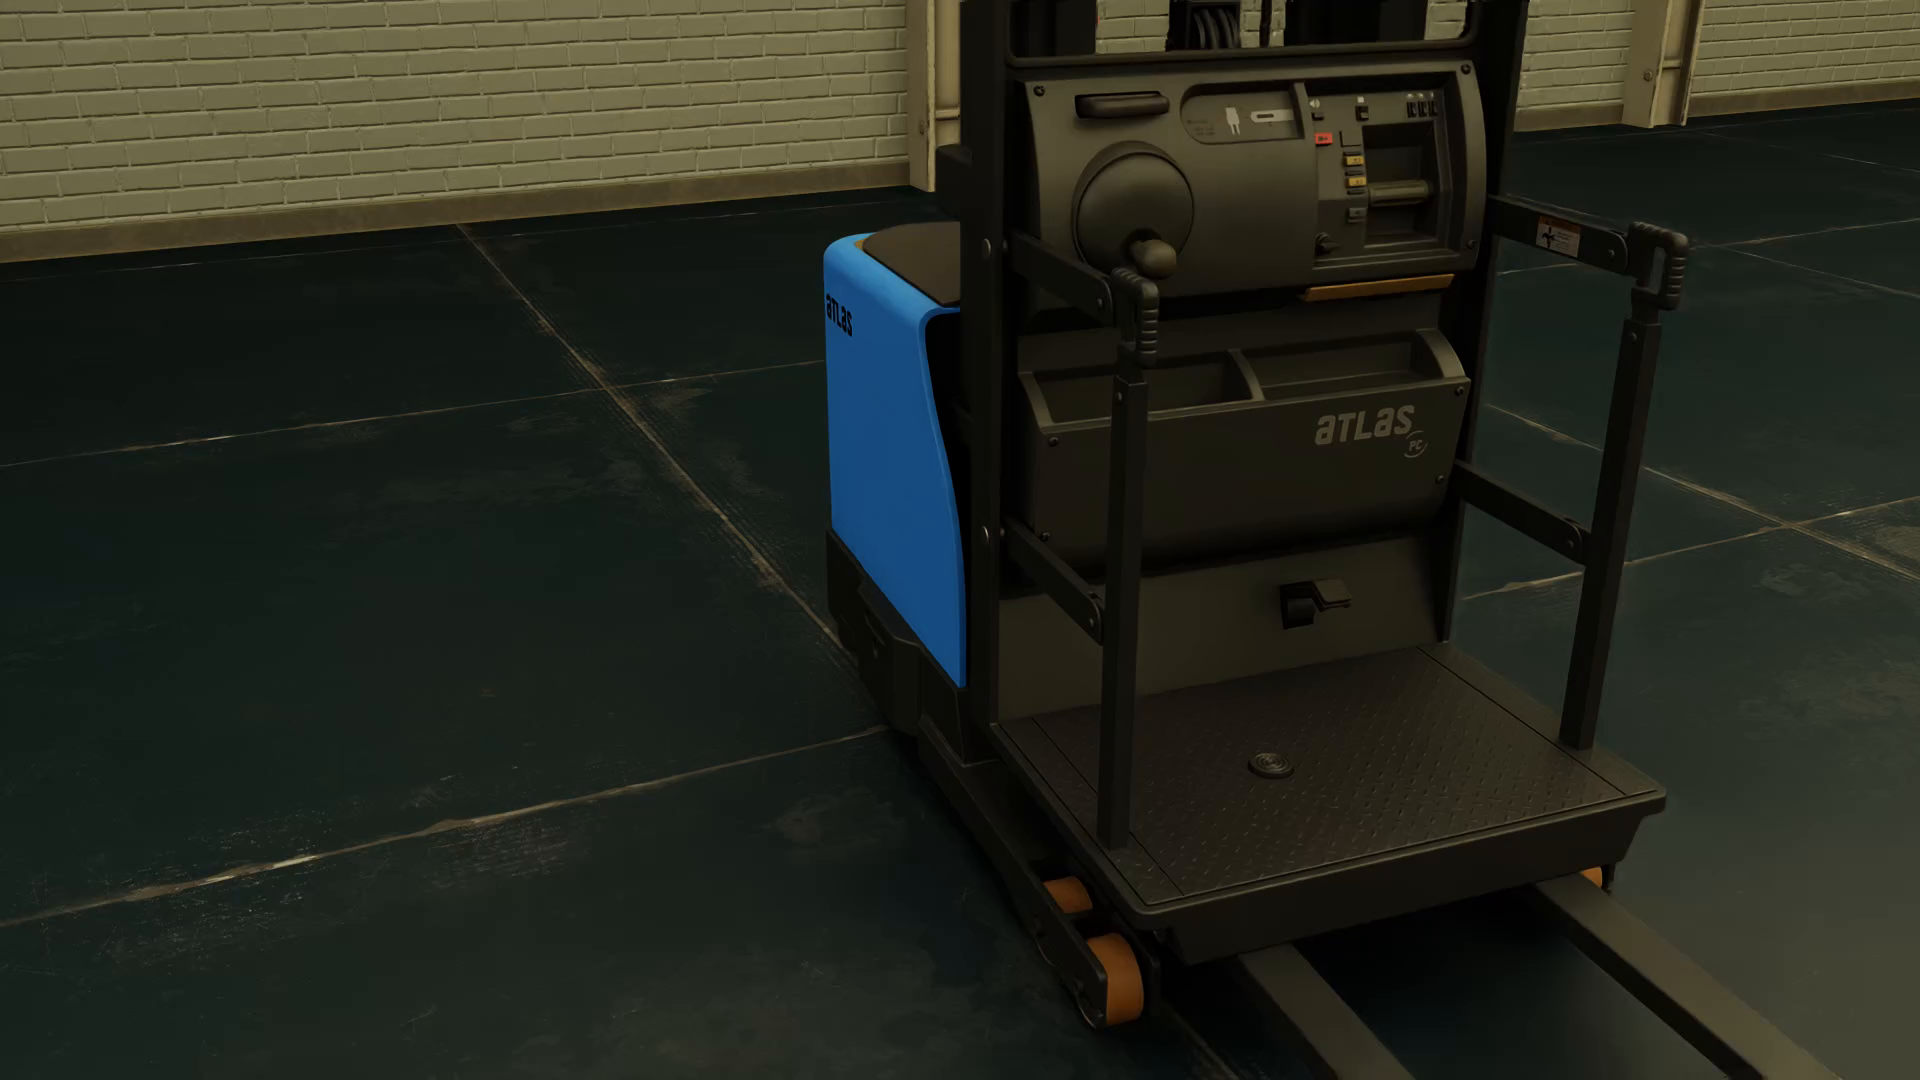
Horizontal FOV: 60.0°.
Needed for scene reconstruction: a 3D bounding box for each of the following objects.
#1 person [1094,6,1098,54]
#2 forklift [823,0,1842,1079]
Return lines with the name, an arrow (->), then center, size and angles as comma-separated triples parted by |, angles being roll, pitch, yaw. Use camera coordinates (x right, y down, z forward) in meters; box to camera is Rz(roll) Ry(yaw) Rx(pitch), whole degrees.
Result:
person -> 0.424, -0.808, 4.926 | 0.824, 1.652, 0.709 | -14, 27, -31
forklift -> 0.635, -0.656, 2.865 | 1.130, 2.935, 3.031 | -8, 24, -19
